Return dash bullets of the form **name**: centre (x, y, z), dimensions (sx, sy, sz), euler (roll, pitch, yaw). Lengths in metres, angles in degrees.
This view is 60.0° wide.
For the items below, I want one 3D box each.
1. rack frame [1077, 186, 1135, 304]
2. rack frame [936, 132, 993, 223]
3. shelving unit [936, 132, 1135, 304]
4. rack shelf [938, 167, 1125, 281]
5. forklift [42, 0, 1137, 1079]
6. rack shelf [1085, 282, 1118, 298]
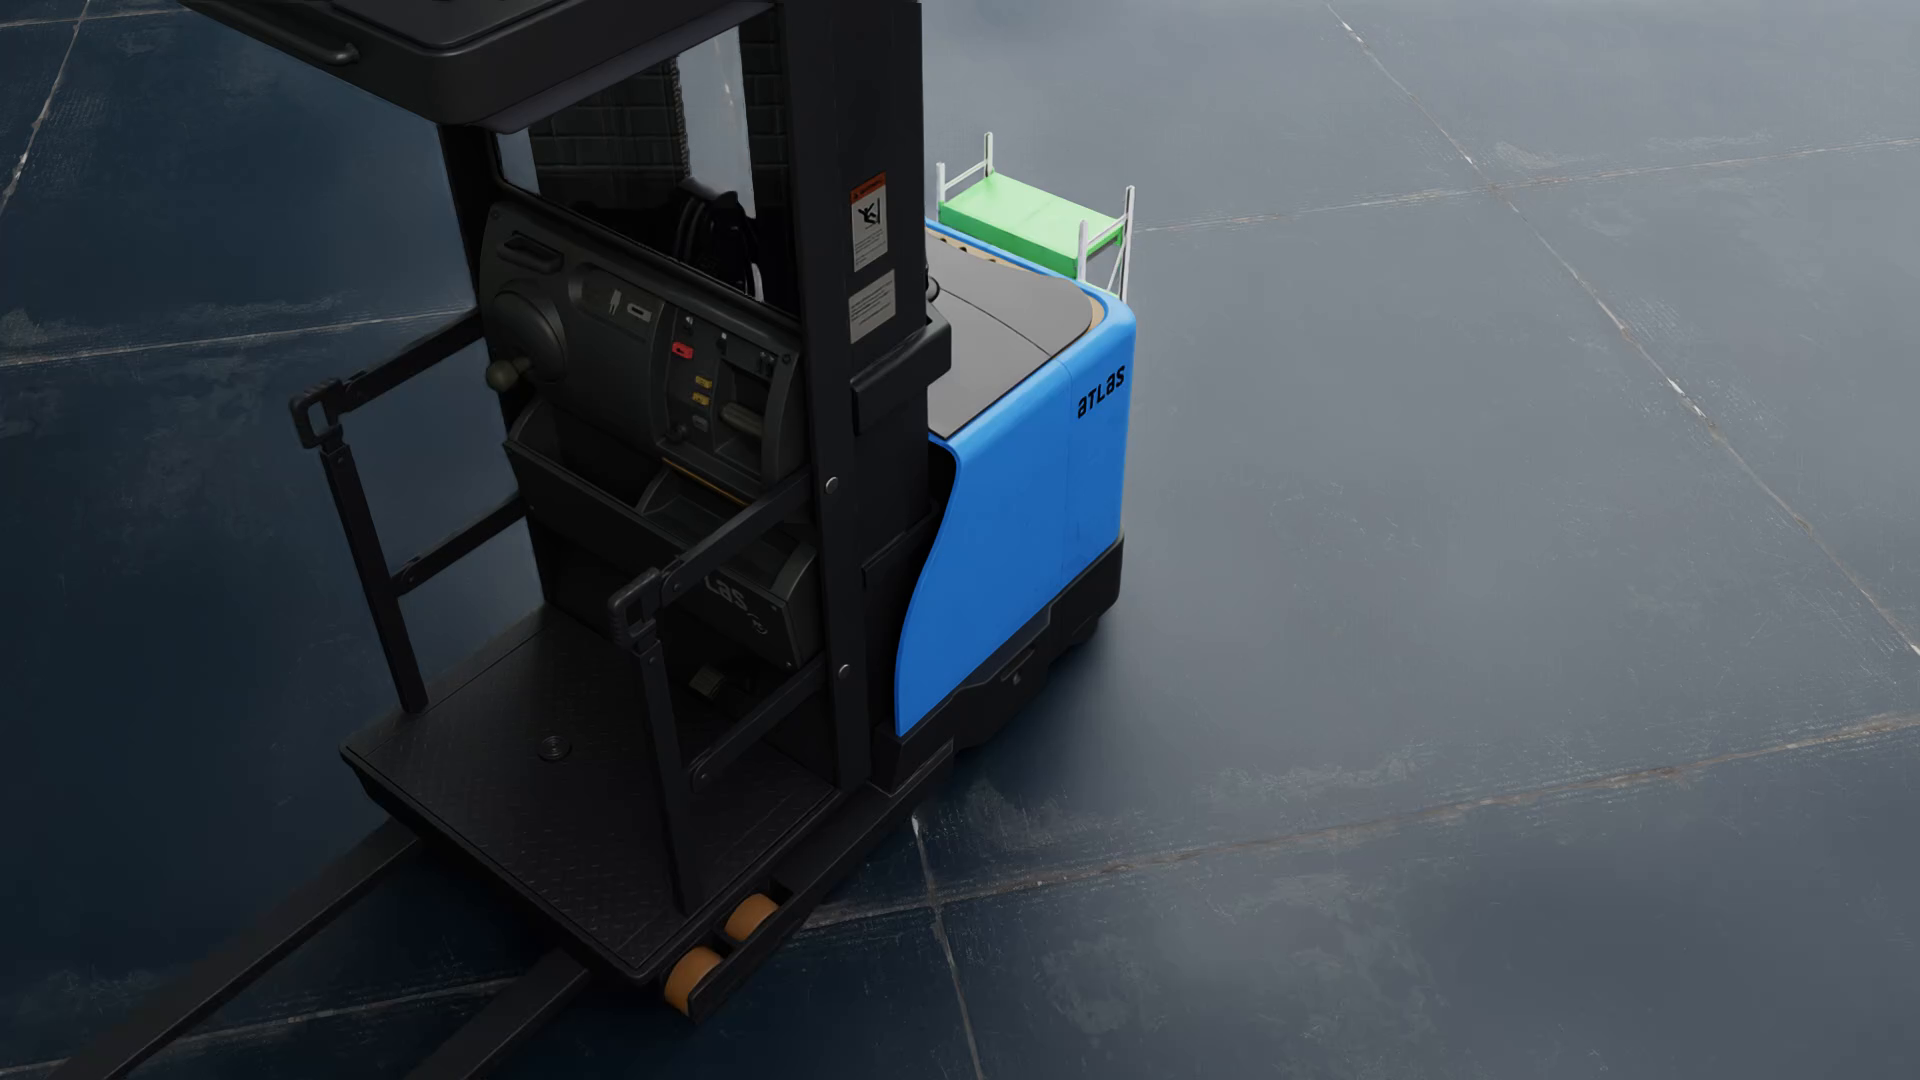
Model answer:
- **rack frame**: centre (0.395, -0.452, 4.855), dimensions (0.015, 1.200, 0.240), euler (28, 49, 28)
- **rack frame**: centre (0.013, -0.653, 5.082), dimensions (0.015, 1.200, 0.240), euler (28, 49, 28)
- **shelving unit**: centre (0.204, -0.553, 4.969), dimensions (0.503, 1.200, 0.258), euler (28, 49, 28)
- **rack shelf**: centre (0.204, -0.864, 4.693), dimensions (0.480, 0.148, 0.258), euler (28, 49, 28)
- **forklift**: centre (-0.833, -0.337, 3.422), dimensions (1.130, 2.935, 3.031), euler (28, 49, 28)
- **rack shelf**: centre (0.204, -0.684, 4.852), dimensions (0.480, 0.148, 0.258), euler (28, 49, 28)
